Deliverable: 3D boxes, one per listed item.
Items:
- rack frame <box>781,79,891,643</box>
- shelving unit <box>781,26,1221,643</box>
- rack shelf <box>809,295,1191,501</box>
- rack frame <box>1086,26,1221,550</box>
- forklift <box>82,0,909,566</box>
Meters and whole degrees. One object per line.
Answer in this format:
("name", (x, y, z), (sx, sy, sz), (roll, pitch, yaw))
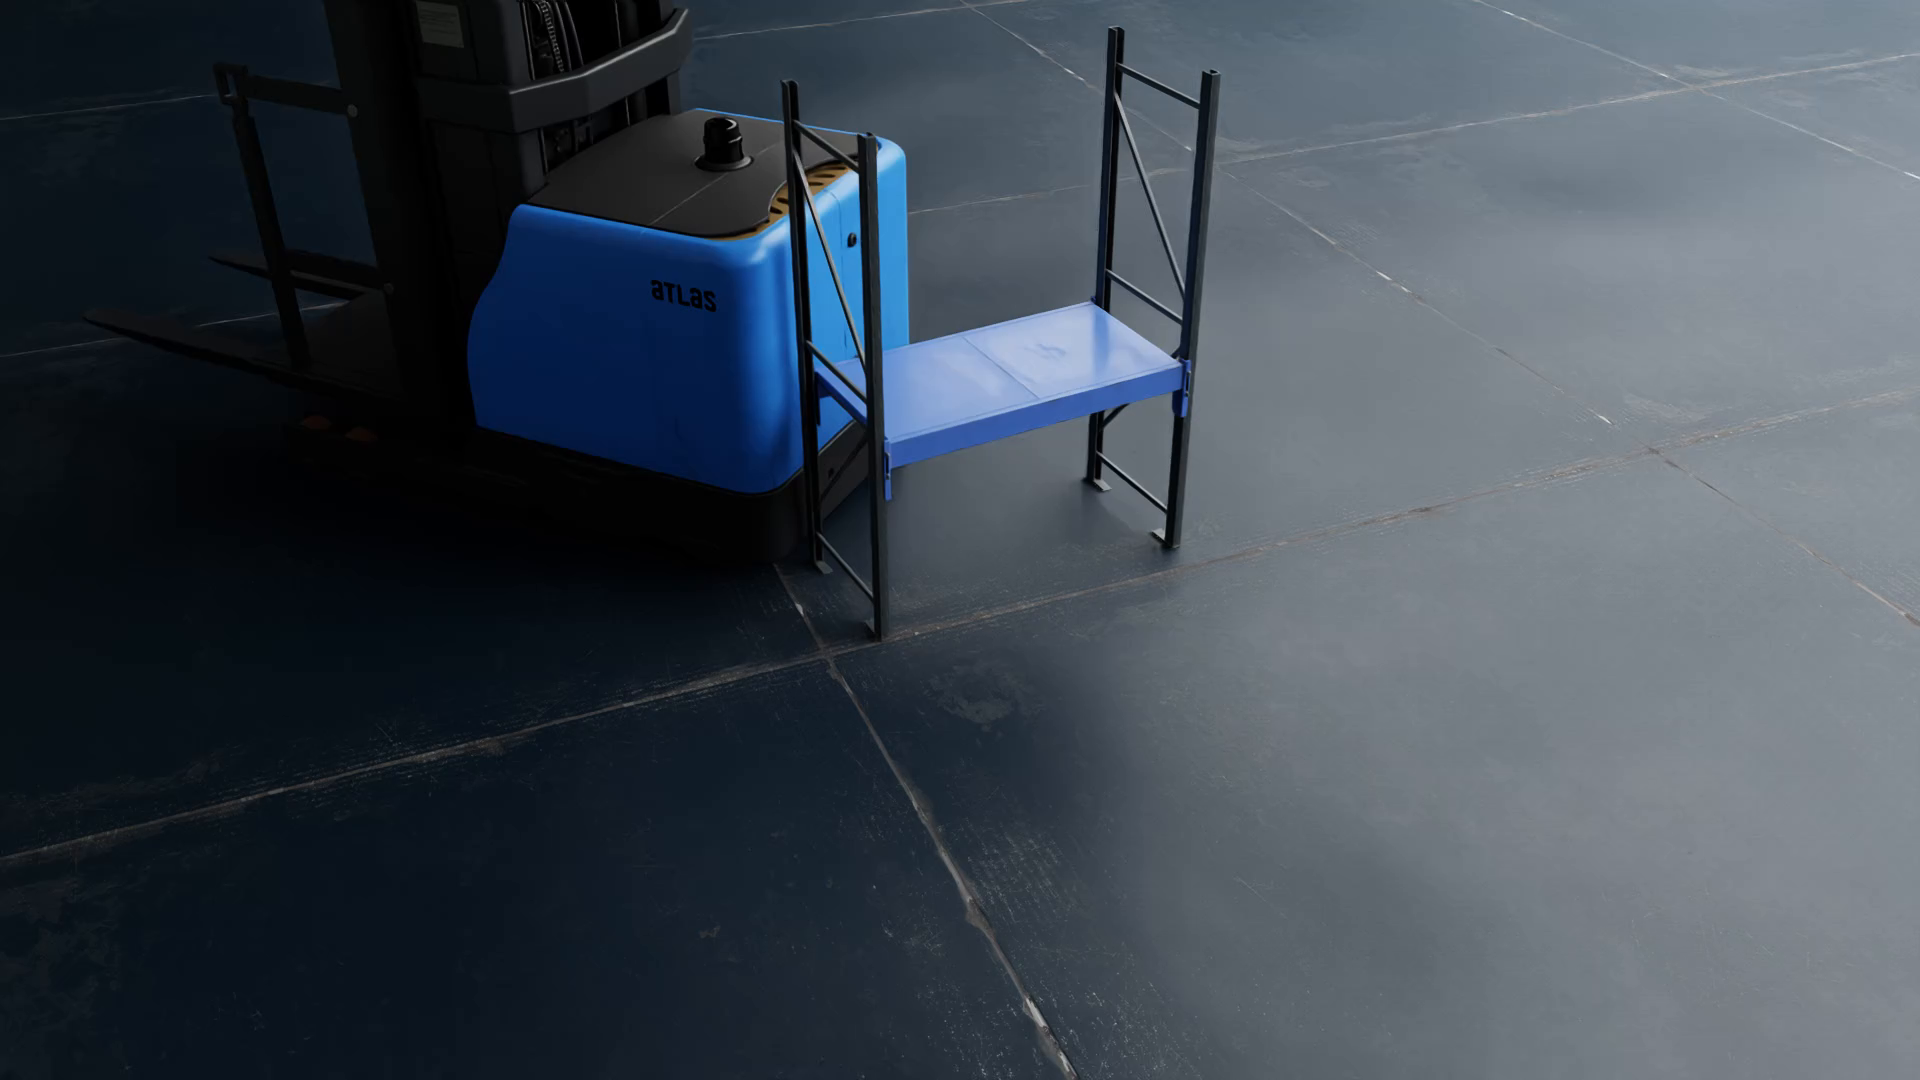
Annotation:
("rack frame", (-0.334, -0.455, 4.574), (0.032, 1.500, 0.500), (-17, 37, -24))
("shelving unit", (0.112, -0.588, 4.779), (1.048, 1.500, 0.538), (-17, 37, -24))
("rack shelf", (0.112, -0.437, 4.877), (1.000, 0.185, 0.538), (-17, 37, -24))
("rack frame", (0.557, -0.722, 4.984), (0.032, 1.500, 0.500), (-17, 37, -24))
("forklift", (-1.714, -1.682, 5.148), (3.031, 2.935, 1.130), (14, 36, 21))
